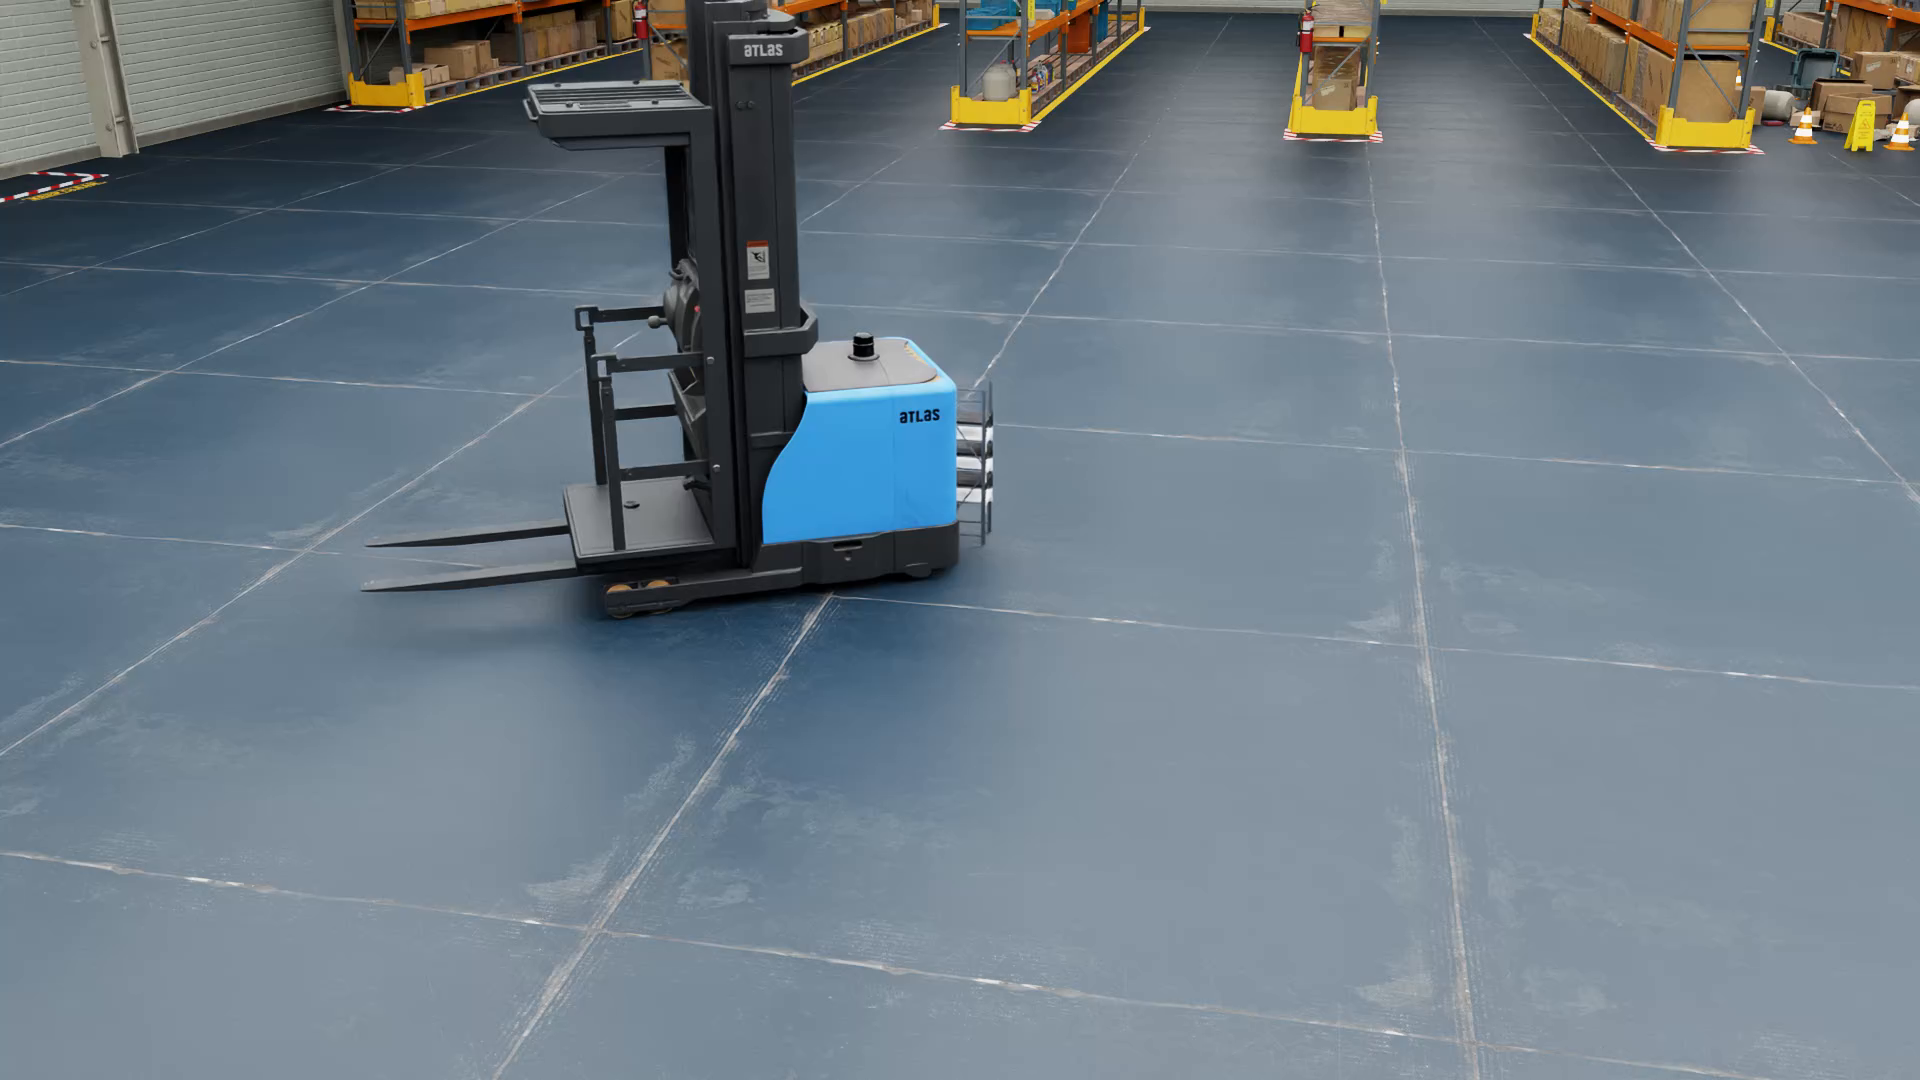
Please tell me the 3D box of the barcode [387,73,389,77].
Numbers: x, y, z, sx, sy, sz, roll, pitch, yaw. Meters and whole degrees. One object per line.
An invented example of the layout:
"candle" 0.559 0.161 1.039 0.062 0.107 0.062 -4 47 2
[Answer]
"barcode" -9.364 -7.612 27.236 0.001 0.075 0.075 4 22 11

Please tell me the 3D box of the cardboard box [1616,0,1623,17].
"cardboard box" 10.941 -8.725 26.867 0.500 0.500 0.500 4 22 10

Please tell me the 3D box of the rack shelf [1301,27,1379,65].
"rack shelf" 5.750 -7.632 25.252 1.077 0.370 4.000 4 22 11

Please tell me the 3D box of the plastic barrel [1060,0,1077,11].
"plastic barrel" 1.685 -9.426 28.071 0.600 0.901 0.708 4 22 11

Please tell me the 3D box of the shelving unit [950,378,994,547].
"shelving unit" 0.041 -0.426 9.206 0.258 0.900 0.210 4 22 10

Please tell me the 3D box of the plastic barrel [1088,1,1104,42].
"plastic barrel" 2.670 -10.765 34.315 0.600 0.901 0.708 4 22 11

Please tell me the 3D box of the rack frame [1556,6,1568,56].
"rack frame" 12.626 -11.208 33.168 1.000 3.000 0.127 4 22 11

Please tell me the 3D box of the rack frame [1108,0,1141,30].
"rack frame" 3.758 -13.463 38.768 1.000 3.000 0.127 4 22 11

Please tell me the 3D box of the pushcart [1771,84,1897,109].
"pushcart" 13.618 -6.881 25.934 1.648 0.377 0.936 -3 22 -8

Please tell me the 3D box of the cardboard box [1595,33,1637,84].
"cardboard box" 11.233 -8.020 27.701 1.050 0.750 0.750 4 22 11

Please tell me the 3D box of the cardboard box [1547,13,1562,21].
"cardboard box" 12.753 -11.171 35.533 0.380 0.149 0.250 5 22 12

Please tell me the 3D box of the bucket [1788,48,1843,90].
"bucket" 13.223 -7.243 25.671 0.726 0.611 0.620 13 15 29

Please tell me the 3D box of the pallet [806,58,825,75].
"pallet" -3.180 -8.880 31.120 1.003 0.211 1.213 4 22 11

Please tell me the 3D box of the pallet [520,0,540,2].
"pallet" -8.091 -10.009 30.449 1.003 0.211 1.213 4 22 11

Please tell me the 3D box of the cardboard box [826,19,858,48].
"cardboard box" -2.350 -10.106 33.188 0.500 0.500 0.500 5 23 13

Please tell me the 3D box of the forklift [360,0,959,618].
"forklift" -1.580 -1.186 8.374 3.031 2.935 1.130 -6 23 -15

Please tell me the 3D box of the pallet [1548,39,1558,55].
"pallet" 12.728 -10.163 34.305 1.003 0.211 1.213 4 22 11

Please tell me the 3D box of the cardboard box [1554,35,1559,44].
"cardboard box" 12.372 -10.250 34.042 0.380 0.149 0.250 5 22 12

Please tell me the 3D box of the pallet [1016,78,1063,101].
"pallet" 1.132 -7.539 27.790 1.003 0.211 1.213 4 22 11

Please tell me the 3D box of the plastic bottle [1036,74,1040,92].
"plastic bottle" 1.233 -7.277 26.453 0.061 0.283 0.133 5 22 12

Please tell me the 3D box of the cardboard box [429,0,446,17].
"cardboard box" -8.703 -8.652 26.995 0.500 0.250 0.500 4 22 9

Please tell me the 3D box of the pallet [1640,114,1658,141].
"pallet" 10.264 -5.824 23.532 1.003 0.211 1.213 4 22 11

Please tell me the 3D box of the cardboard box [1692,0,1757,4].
"cardboard box" 10.291 -7.523 22.370 0.875 0.550 0.550 4 22 11

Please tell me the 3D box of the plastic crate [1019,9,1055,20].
"plastic crate" 1.226 -8.339 26.398 0.530 0.136 0.437 4 22 11

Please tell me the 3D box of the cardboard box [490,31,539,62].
"cardboard box" -8.255 -9.145 30.802 0.700 0.500 0.500 5 23 13

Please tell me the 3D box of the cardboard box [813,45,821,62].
"cardboard box" -2.901 -9.064 30.963 0.500 0.250 0.500 5 22 12

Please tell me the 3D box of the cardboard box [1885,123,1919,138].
"cardboard box" 13.333 -5.790 23.530 0.380 0.149 0.250 18 28 38

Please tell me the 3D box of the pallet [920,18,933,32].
"pallet" -1.267 -12.229 39.437 1.003 0.211 1.213 4 22 11

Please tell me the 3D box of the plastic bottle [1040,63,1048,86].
"plastic bottle" 1.355 -7.604 27.177 0.144 0.351 0.185 4 22 11

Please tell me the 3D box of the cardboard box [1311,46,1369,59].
"cardboard box" 7.136 -9.620 31.507 1.225 0.875 0.875 3 22 8

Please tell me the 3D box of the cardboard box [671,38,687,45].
"cardboard box" -4.347 -7.844 26.929 0.500 0.500 0.500 4 22 11

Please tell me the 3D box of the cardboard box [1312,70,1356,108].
"cardboard box" 5.574 -6.718 24.803 0.500 0.500 0.500 11 24 25

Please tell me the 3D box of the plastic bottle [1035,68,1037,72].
"plastic bottle" 1.250 -7.571 27.185 0.061 0.283 0.133 4 22 11

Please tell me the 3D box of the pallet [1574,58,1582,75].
"pallet" 11.970 -8.737 30.765 1.003 0.211 1.213 4 22 11

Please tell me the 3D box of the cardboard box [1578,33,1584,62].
"cardboard box" 11.688 -9.041 30.571 0.500 0.500 0.500 4 22 11

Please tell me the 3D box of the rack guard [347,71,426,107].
"rack guard" -9.190 -7.235 26.650 1.175 0.500 0.348 4 22 11

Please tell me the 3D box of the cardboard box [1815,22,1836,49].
"cardboard box" 17.725 -10.095 33.272 0.875 0.438 0.875 4 22 10

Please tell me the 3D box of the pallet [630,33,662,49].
"pallet" -7.087 -10.727 35.706 1.003 0.211 1.213 4 22 11

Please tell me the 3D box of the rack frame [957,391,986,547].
"rack frame" 0.022 -0.388 9.113 0.240 0.900 0.006 4 22 10

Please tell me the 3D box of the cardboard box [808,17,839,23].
"cardboard box" -2.762 -10.321 33.723 0.500 0.500 0.500 5 23 13

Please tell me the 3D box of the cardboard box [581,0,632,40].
"cardboard box" -7.294 -10.749 34.345 0.750 0.750 0.750 4 22 10

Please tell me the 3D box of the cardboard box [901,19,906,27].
"cardboard box" -1.442 -11.724 37.651 0.380 0.166 0.250 4 22 11

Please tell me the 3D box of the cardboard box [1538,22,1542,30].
"cardboard box" 13.022 -11.376 36.839 0.380 0.149 0.250 5 22 12

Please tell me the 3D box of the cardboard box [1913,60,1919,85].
"cardboard box" 16.248 -7.627 27.232 0.950 0.372 0.625 5 23 13

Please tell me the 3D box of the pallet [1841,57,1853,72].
"pallet" 17.162 -8.839 31.017 1.003 0.211 1.213 4 22 11

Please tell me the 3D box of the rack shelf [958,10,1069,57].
"rack shelf" 0.902 -8.010 26.189 1.077 0.370 4.000 4 22 11

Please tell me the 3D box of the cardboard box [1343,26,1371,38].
"cardboard box" 5.634 -7.204 23.562 0.380 0.149 0.250 4 22 11

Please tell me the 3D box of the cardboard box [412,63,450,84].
"cardboard box" -8.860 -7.779 27.663 0.500 0.311 0.500 6 23 15

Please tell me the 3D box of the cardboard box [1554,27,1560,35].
"cardboard box" 12.422 -10.458 34.160 0.380 0.149 0.250 3 22 8

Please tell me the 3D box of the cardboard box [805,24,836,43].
"cardboard box" -2.688 -9.695 31.779 0.500 0.311 0.500 4 22 10

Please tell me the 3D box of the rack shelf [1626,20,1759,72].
"rack shelf" 10.585 -7.217 24.221 1.077 0.370 4.000 4 22 11

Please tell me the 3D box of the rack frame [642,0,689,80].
"rack frame" -4.355 -7.991 25.180 1.000 3.000 0.127 4 22 11
